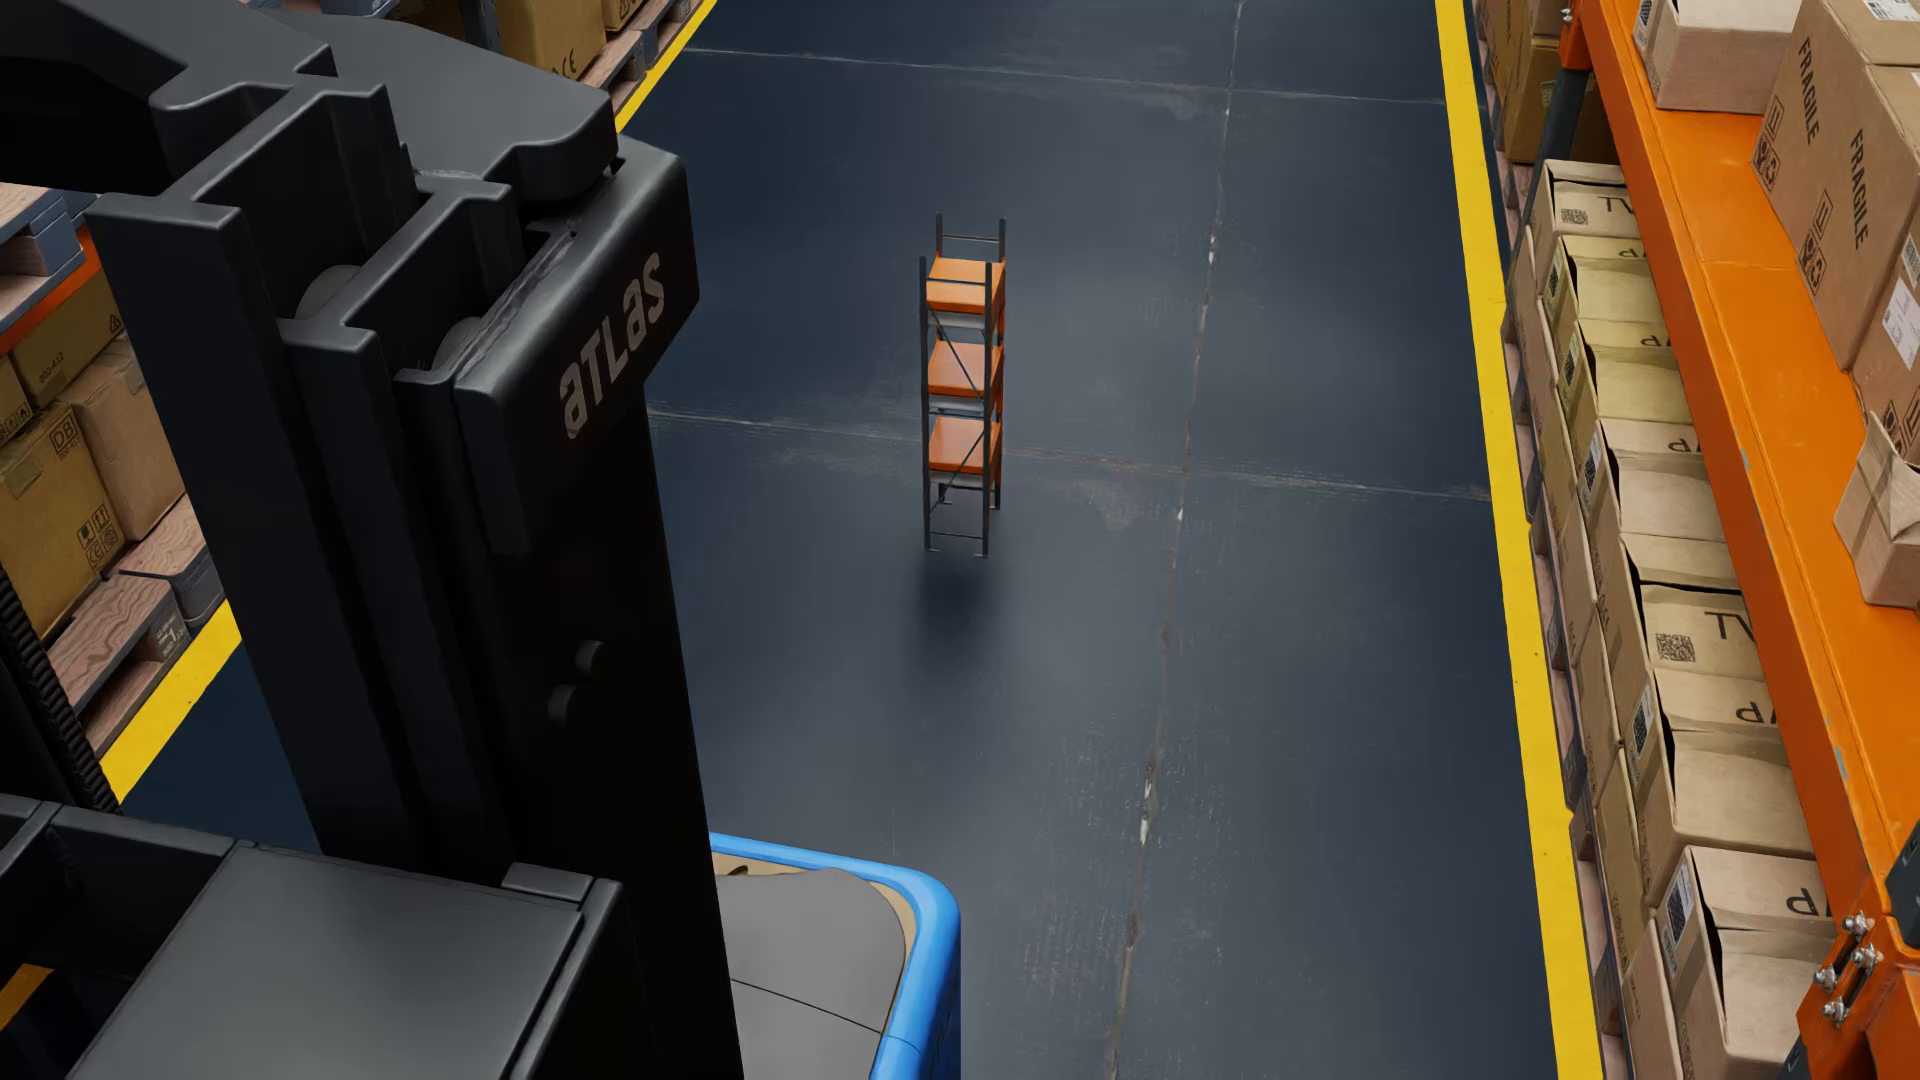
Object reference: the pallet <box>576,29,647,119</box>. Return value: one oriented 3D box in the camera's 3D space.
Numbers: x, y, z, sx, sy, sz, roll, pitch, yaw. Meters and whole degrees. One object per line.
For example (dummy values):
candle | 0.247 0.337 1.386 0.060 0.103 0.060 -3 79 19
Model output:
pallet | -2.083 -1.988 7.489 1.003 0.211 1.213 6 40 8

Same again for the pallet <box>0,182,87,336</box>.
pallet | -2.710 -0.456 3.598 1.003 0.211 1.213 6 40 8

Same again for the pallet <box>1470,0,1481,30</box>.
pallet | 3.175 -2.954 8.657 1.003 0.211 1.213 6 40 8

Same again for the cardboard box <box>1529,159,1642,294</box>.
cardboard box | 2.206 -1.055 5.560 0.500 0.311 0.500 8 40 9

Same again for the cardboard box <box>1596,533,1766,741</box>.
cardboard box | 1.854 0.233 4.002 0.500 0.311 0.500 6 40 8

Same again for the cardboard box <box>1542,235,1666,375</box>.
cardboard box | 2.124 -0.724 5.160 0.500 0.311 0.500 5 40 7

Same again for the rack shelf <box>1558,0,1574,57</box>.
rack shelf | 2.932 -3.011 7.102 1.077 0.370 4.000 6 40 8

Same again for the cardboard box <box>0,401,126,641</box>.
cardboard box | -2.835 -0.066 4.592 0.700 0.500 0.500 6 40 7

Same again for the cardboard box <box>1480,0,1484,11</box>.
cardboard box | 2.779 -2.824 7.928 0.500 0.500 0.500 7 40 8

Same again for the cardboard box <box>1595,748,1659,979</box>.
cardboard box | 1.770 0.766 3.798 0.500 0.250 0.500 6 40 7

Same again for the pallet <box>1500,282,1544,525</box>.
pallet | 2.405 -0.446 5.623 1.003 0.211 1.213 6 40 8

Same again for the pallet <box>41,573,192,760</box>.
pallet | -2.852 0.520 4.456 1.003 0.211 1.213 6 40 8

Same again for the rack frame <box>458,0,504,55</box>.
rack frame | -2.293 -2.577 6.012 1.000 3.000 0.127 6 40 8

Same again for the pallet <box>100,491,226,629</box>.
pallet | -2.644 -0.248 5.385 1.003 0.211 1.213 6 40 8

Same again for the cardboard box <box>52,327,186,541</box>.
cardboard box | -2.707 -0.382 4.974 0.700 0.500 0.500 7 40 8

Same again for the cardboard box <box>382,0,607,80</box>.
cardboard box | -2.037 -2.357 7.104 0.750 0.750 0.750 6 40 7

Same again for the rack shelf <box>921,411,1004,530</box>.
rack shelf | 0.009 -0.216 5.140 0.215 0.259 0.240 6 40 8

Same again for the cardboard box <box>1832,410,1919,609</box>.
cardboard box | 1.865 -0.043 3.053 0.396 0.266 0.258 5 40 7

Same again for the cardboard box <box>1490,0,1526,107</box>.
cardboard box | 2.607 -2.177 7.145 0.500 0.500 0.500 5 40 6

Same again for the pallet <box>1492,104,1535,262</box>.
pallet | 2.753 -1.422 6.805 1.003 0.211 1.213 6 40 8

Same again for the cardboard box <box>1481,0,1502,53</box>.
cardboard box | 2.691 -2.507 7.544 0.500 0.500 0.500 5 40 6

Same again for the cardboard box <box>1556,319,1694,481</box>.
cardboard box | 2.033 -0.404 4.773 0.500 0.311 0.500 5 40 6

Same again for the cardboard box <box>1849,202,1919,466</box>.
cardboard box | 2.134 -0.372 3.267 0.500 0.500 0.500 9 40 11

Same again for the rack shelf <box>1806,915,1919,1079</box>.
rack shelf | 1.548 2.010 1.029 1.077 0.370 4.000 6 40 8

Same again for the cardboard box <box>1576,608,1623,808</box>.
cardboard box | 1.858 0.445 4.186 0.500 0.250 0.500 7 40 9

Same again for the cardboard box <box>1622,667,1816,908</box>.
cardboard box | 1.766 0.546 3.623 0.500 0.311 0.500 7 40 9

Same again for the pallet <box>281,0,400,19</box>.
pallet | -2.312 -2.044 5.518 1.213 0.211 1.003 6 40 8

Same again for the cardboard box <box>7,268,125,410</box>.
cardboard box | -2.715 -0.629 4.685 0.500 0.250 0.500 5 40 6

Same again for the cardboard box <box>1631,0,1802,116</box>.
cardboard box | 2.241 -1.458 4.730 0.500 0.311 0.500 6 40 7

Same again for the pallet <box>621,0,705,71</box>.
pallet | -1.869 -2.752 8.413 1.003 0.211 1.213 6 40 8

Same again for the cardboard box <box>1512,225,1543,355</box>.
cardboard box | 2.206 -0.839 5.739 0.500 0.250 0.500 6 40 8

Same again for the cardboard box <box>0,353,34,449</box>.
cardboard box | -2.802 -0.302 4.289 0.500 0.250 0.500 6 40 7

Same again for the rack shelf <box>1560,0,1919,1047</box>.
rack shelf | 2.240 -0.500 4.066 1.077 0.370 4.000 6 40 8

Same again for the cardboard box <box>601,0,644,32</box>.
cardboard box | -1.879 -2.906 7.768 0.750 0.750 0.750 6 40 7

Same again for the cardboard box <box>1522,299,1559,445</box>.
cardboard box | 2.120 -0.523 5.357 0.500 0.250 0.500 5 40 6

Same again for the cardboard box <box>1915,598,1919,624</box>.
cardboard box | 1.936 0.222 2.746 0.500 0.250 0.500 9 40 10

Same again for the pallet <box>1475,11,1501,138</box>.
pallet | 2.966 -2.186 7.728 1.003 0.211 1.213 6 40 8

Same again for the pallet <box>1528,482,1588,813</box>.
pallet | 2.192 0.318 4.700 1.003 0.211 1.213 6 40 8

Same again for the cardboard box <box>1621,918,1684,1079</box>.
cardboard box | 1.680 1.083 3.414 0.500 0.250 0.500 6 40 7

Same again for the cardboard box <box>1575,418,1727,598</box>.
cardboard box | 1.945 -0.082 4.383 0.500 0.311 0.500 6 40 7

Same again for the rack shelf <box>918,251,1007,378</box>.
rack shelf | 0.009 -0.649 4.782 0.215 0.259 0.240 6 40 8

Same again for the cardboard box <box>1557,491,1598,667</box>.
cardboard box | 1.947 0.126 4.572 0.500 0.250 0.500 7 40 9

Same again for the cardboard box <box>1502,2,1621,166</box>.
cardboard box | 2.517 -1.852 6.752 0.500 0.500 0.500 8 40 9

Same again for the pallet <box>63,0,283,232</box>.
pallet | -2.596 -1.256 4.565 1.003 0.211 1.213 6 40 8

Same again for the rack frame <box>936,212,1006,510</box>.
rack frame | 0.030 -0.515 5.049 0.200 1.050 0.008 6 40 8

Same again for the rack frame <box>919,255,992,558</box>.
rack frame | -0.012 -0.362 4.863 0.200 1.050 0.008 6 40 8

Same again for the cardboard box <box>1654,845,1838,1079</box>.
cardboard box | 1.682 0.874 3.228 0.500 0.311 0.500 6 40 8

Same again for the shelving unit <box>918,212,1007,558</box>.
shelving unit | 0.009 -0.438 4.956 0.215 1.050 0.252 6 40 8

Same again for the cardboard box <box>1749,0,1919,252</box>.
cardboard box | 2.312 -1.016 4.047 0.500 0.500 0.500 4 40 5

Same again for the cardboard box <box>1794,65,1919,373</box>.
cardboard box | 2.221 -0.686 3.647 0.500 0.500 0.500 6 40 8

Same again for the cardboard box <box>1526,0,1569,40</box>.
cardboard box | 2.522 -2.177 6.557 0.500 0.250 0.500 8 40 9

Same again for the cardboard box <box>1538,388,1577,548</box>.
cardboard box | 2.036 -0.196 4.961 0.500 0.250 0.500 5 40 6

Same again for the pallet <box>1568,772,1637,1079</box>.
pallet | 1.983 1.086 3.771 1.003 0.211 1.213 6 40 8

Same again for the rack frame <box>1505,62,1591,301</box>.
rack frame | 2.586 -2.033 5.355 1.000 3.000 0.127 6 40 8

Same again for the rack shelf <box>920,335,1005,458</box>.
rack shelf | 0.009 -0.430 4.963 0.215 0.259 0.240 6 40 8
